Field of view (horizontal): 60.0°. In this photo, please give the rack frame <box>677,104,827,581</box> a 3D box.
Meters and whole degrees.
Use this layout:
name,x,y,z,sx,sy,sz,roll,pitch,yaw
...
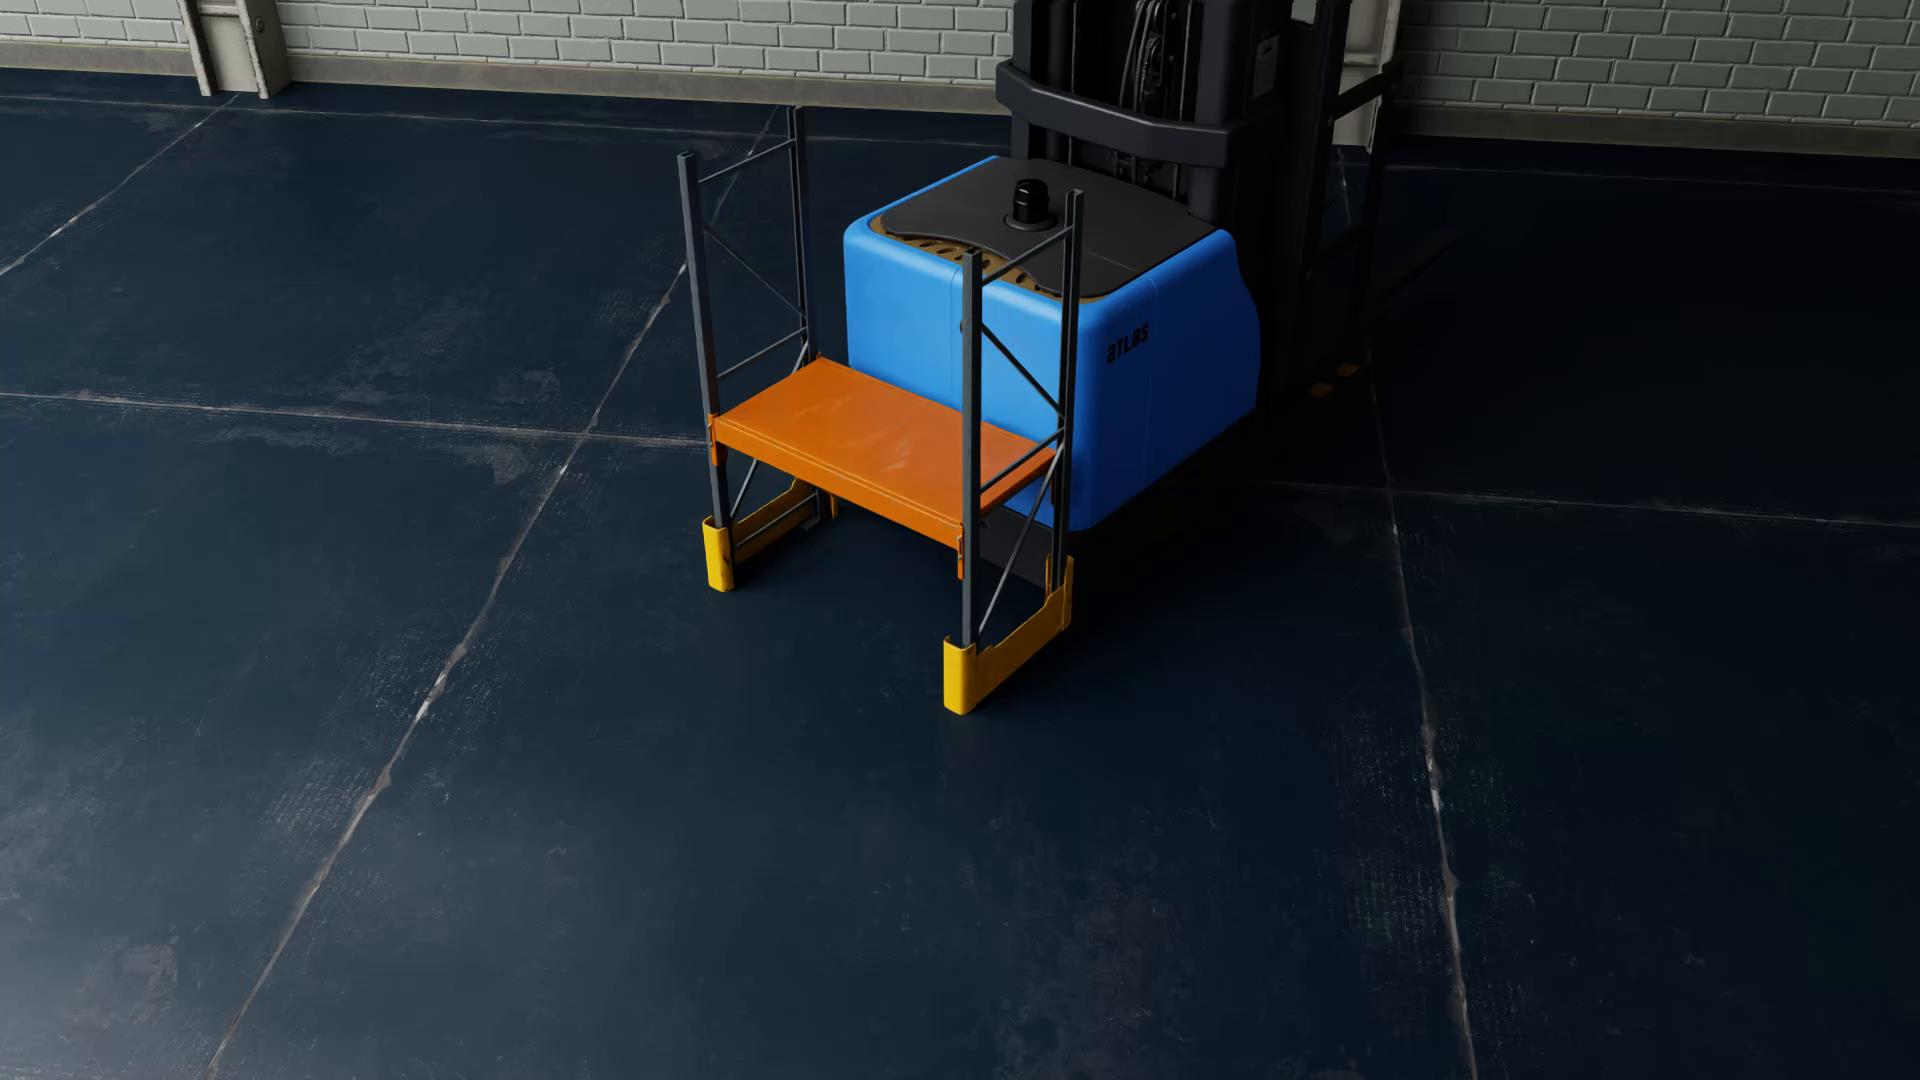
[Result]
name,x,y,z,sx,sy,sz,roll,pitch,yaw
rack frame,-0.633,-0.582,5.275,0.032,1.500,0.500,24,42,30

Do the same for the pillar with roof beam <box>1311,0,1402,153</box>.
name,x,y,z,sx,sy,sz,roll,pitch,yaw
pillar with roof beam,1.423,-3.272,2.588,0.400,9.000,9.100,4,36,6

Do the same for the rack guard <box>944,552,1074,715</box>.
name,x,y,z,sx,sy,sz,roll,pitch,yaw
rack guard,0.156,0.281,5.142,0.087,0.250,0.587,24,42,30

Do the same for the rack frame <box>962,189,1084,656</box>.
name,x,y,z,sx,sy,sz,roll,pitch,yaw
rack frame,0.171,-0.221,4.769,0.032,1.500,0.500,24,42,30

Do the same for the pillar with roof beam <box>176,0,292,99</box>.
name,x,y,z,sx,sy,sz,roll,pitch,yaw
pillar with roof beam,-4.528,-3.716,3.210,0.400,9.000,9.100,4,36,6

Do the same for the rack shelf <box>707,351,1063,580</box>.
name,x,y,z,sx,sy,sz,roll,pitch,yaw
rack shelf,-0.231,-0.255,5.126,1.000,0.185,0.538,24,42,30

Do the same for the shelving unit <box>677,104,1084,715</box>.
name,x,y,z,sx,sy,sz,roll,pitch,yaw
shelving unit,-0.238,-0.405,5.026,1.083,1.500,0.587,24,42,30

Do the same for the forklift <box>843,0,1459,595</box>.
name,x,y,z,sx,sy,sz,roll,pitch,yaw
forklift,0.943,-1.799,5.748,1.130,2.935,3.031,26,43,32

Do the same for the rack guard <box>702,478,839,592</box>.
name,x,y,z,sx,sy,sz,roll,pitch,yaw
rack guard,-0.632,-0.073,5.637,0.087,0.250,0.587,24,42,30
